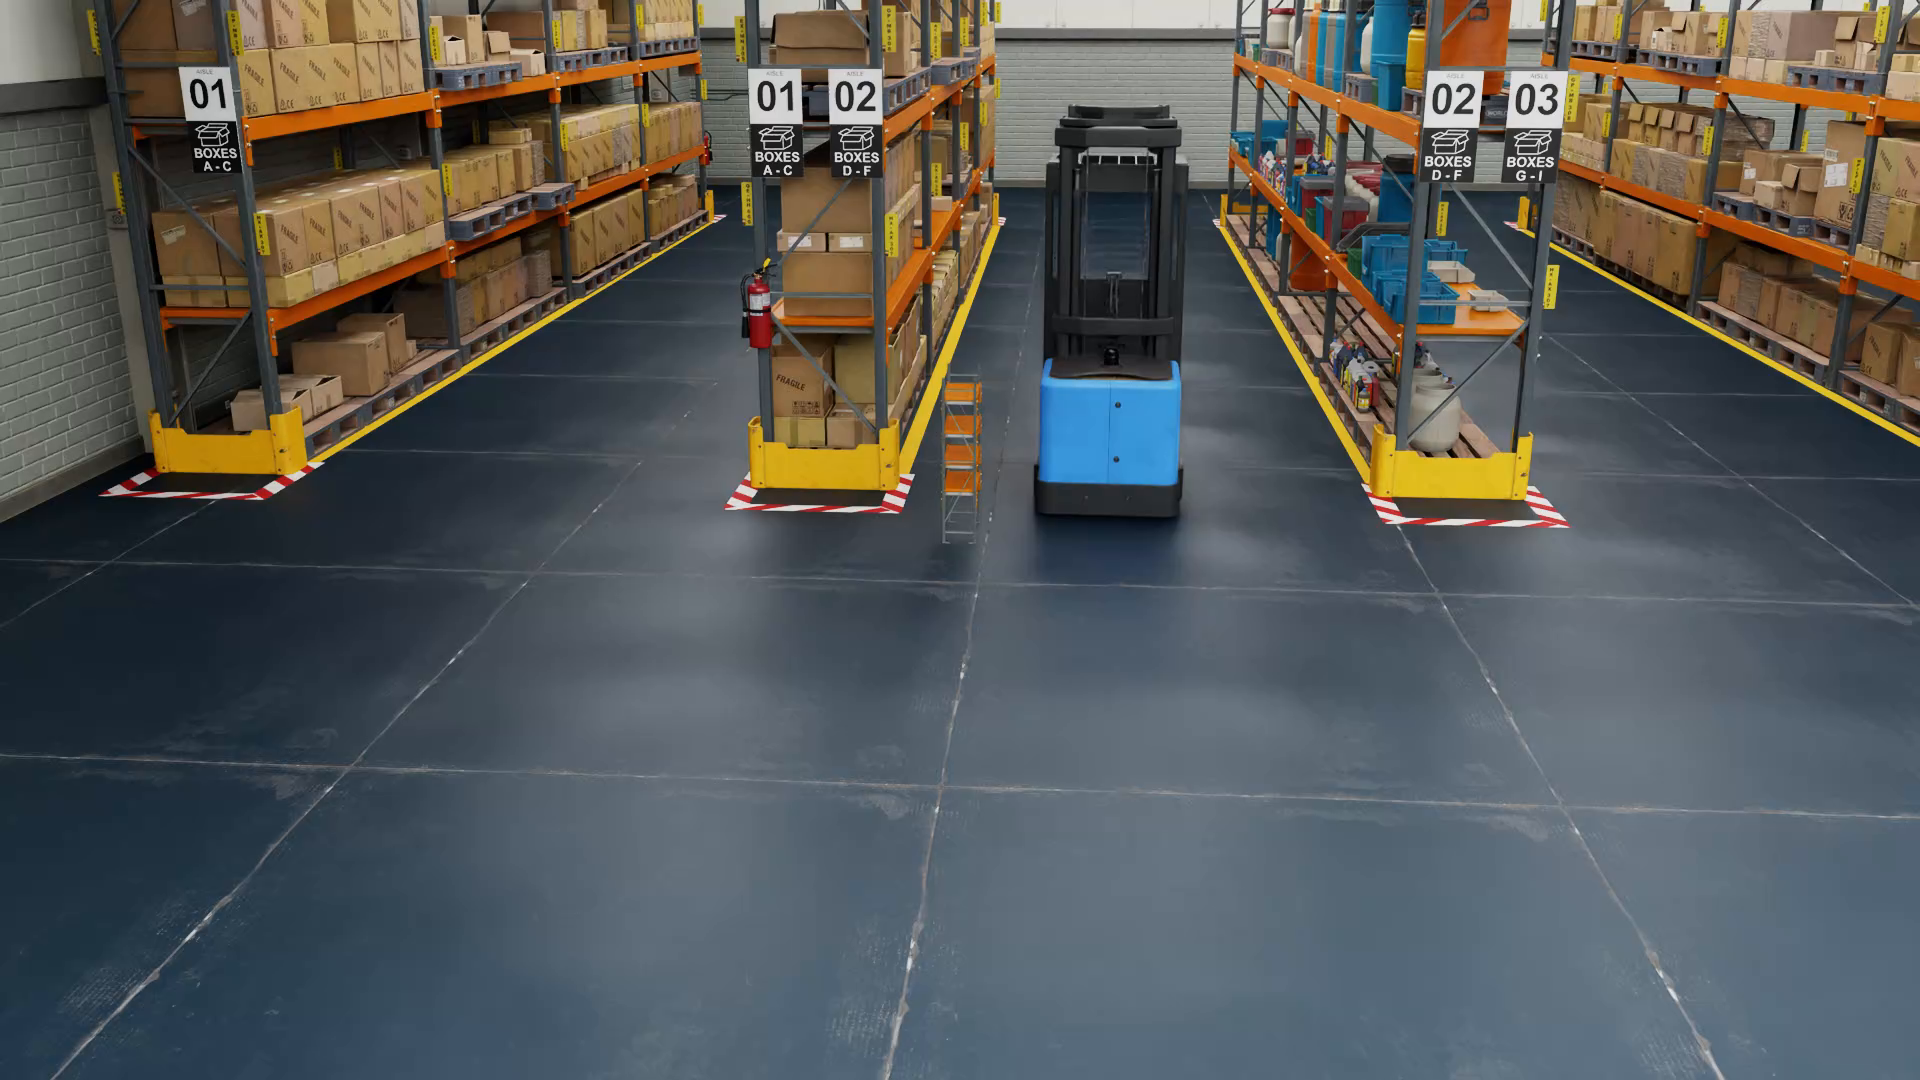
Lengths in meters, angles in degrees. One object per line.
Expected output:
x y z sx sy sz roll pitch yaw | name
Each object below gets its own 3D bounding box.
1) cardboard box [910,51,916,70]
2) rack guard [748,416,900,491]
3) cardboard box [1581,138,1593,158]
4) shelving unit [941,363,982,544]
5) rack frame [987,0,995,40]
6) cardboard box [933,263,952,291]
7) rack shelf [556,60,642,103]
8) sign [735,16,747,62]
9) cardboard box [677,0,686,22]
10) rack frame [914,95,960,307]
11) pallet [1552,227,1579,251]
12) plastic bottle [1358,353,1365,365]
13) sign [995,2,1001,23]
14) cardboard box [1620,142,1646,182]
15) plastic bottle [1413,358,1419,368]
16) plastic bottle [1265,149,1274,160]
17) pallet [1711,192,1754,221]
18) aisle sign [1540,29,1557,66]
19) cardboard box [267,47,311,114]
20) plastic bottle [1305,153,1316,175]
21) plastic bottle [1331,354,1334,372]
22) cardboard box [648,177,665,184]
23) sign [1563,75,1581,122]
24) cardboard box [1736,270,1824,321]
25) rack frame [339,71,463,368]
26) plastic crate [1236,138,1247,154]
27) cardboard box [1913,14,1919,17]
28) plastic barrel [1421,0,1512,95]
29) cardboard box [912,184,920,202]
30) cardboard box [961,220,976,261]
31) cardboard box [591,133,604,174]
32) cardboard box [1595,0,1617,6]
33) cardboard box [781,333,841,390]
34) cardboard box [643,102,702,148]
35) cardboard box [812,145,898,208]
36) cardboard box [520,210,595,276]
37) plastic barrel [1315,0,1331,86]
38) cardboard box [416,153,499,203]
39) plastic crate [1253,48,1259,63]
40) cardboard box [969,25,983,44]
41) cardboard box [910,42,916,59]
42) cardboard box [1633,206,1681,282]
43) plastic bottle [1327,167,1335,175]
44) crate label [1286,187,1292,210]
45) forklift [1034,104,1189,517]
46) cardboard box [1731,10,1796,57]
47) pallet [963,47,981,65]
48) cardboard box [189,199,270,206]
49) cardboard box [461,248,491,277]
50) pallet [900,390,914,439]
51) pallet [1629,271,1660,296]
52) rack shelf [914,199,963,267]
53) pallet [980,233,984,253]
-0.601 -4.321 14.980 0.380 0.149 0.250 1 18 4 | cardboard box
-1.076 -0.692 13.232 1.175 0.500 0.348 1 18 4 | rack guard
9.471 -5.766 24.466 0.500 0.250 0.500 2 18 6 | cardboard box
0.012 -0.622 11.893 0.258 1.200 0.503 1 18 4 | shelving unit
0.073 -9.708 27.097 1.000 3.000 0.127 1 18 4 | rack frame
-0.363 -3.045 19.239 0.500 0.311 0.500 1 18 4 | cardboard box
-5.299 -6.186 22.323 1.077 0.370 4.000 1 18 4 | rack shelf
-1.615 -3.712 12.323 0.100 0.325 0.005 1 18 4 | sign
-4.696 -8.535 26.538 0.500 0.500 0.500 2 18 6 | cardboard box
-0.501 -4.372 20.449 1.000 3.000 0.127 1 18 4 | rack frame
9.884 -4.681 25.871 1.003 0.211 1.213 1 18 4 | pallet
3.791 -1.641 15.790 0.097 0.271 0.097 0 18 0 | plastic bottle
0.625 -8.684 27.370 0.100 0.325 0.005 1 18 4 | sign
9.349 -5.146 22.650 0.500 0.500 0.500 1 18 4 | cardboard box
4.253 -1.564 15.535 0.061 0.283 0.133 1 18 4 | plastic bottle
4.375 -5.365 23.557 0.144 0.351 0.185 1 18 4 | plastic bottle
9.435 -3.835 19.117 1.213 0.211 1.003 1 18 4 | pallet
9.659 -7.899 27.037 0.394 0.787 0.004 1 18 4 | aisle sign
-5.668 -3.744 13.521 0.500 0.500 0.500 2 18 8 | cardboard box
4.830 -5.132 22.848 0.144 0.351 0.185 1 18 4 | plastic bottle
3.678 -1.745 16.219 0.097 0.201 0.097 0 18 0 | plastic bottle
-5.063 -5.875 27.333 0.380 0.149 0.250 1 18 4 | cardboard box
4.414 -3.192 12.015 0.100 0.325 0.005 1 18 4 | sign
9.325 -2.790 18.928 0.700 0.500 0.500 0 18 -1 | cardboard box
-5.729 -3.239 16.991 1.000 3.000 0.127 1 18 4 | rack frame
4.572 -6.216 26.247 0.416 0.233 0.300 1 18 4 | plastic crate
14.469 -7.779 24.826 0.380 0.149 0.250 2 18 6 | cardboard box
3.774 -3.759 12.395 0.600 0.830 0.708 1 18 4 | plastic barrel
-0.593 -3.396 16.268 0.380 0.149 0.250 1 18 4 | cardboard box
-0.044 -4.167 23.130 0.500 0.500 0.500 2 18 5 | cardboard box
-5.069 -5.142 22.127 0.500 0.500 0.500 1 18 4 | cardboard box
9.798 -8.084 24.759 0.500 0.250 0.500 1 18 2 | cardboard box
-1.276 -1.621 14.589 0.500 0.500 0.500 1 18 4 | cardboard box
-4.895 -6.950 27.834 0.980 0.700 0.700 2 18 6 | cardboard box
-0.921 -3.188 14.592 0.700 0.500 0.500 1 18 4 | cardboard box
-5.259 -3.885 21.740 0.750 0.750 0.750 1 18 3 | cardboard box
4.066 -5.251 17.508 0.600 0.901 0.708 1 18 4 | plastic barrel
-5.595 -4.032 18.543 0.700 0.500 0.500 4 19 11 | cardboard box
4.455 -6.966 23.887 0.450 0.188 0.662 1 18 4 | plastic crate
0.069 -7.352 24.162 0.500 0.250 0.500 1 18 4 | cardboard box
-0.734 -4.875 16.732 0.500 0.250 0.500 3 18 10 | cardboard box
9.521 -3.830 21.533 1.225 0.875 0.875 1 18 4 | cardboard box
4.892 -4.759 21.830 0.152 0.276 0.135 1 18 4 | plastic bottle
4.035 -4.058 19.760 0.303 0.233 0.416 1 18 4 | crate label
1.224 -1.973 13.237 1.130 2.935 3.031 2 18 5 | forklift
9.089 -5.720 18.782 0.500 0.500 0.500 1 18 4 | cardboard box
-0.331 -6.750 23.189 1.213 0.211 1.003 1 18 4 | pallet
-6.148 -2.599 14.041 0.500 0.500 0.500 2 18 5 | cardboard box
-5.631 -3.144 18.805 0.500 0.250 0.500 1 18 2 | cardboard box
-0.971 -1.179 15.181 1.003 0.211 1.213 1 18 4 | pallet
9.601 -3.446 22.100 1.003 0.211 1.213 1 18 4 | pallet
-0.644 -3.409 18.665 1.077 0.370 4.000 1 18 4 | rack shelf
-0.164 -4.502 25.325 1.003 0.211 1.213 1 18 4 | pallet
